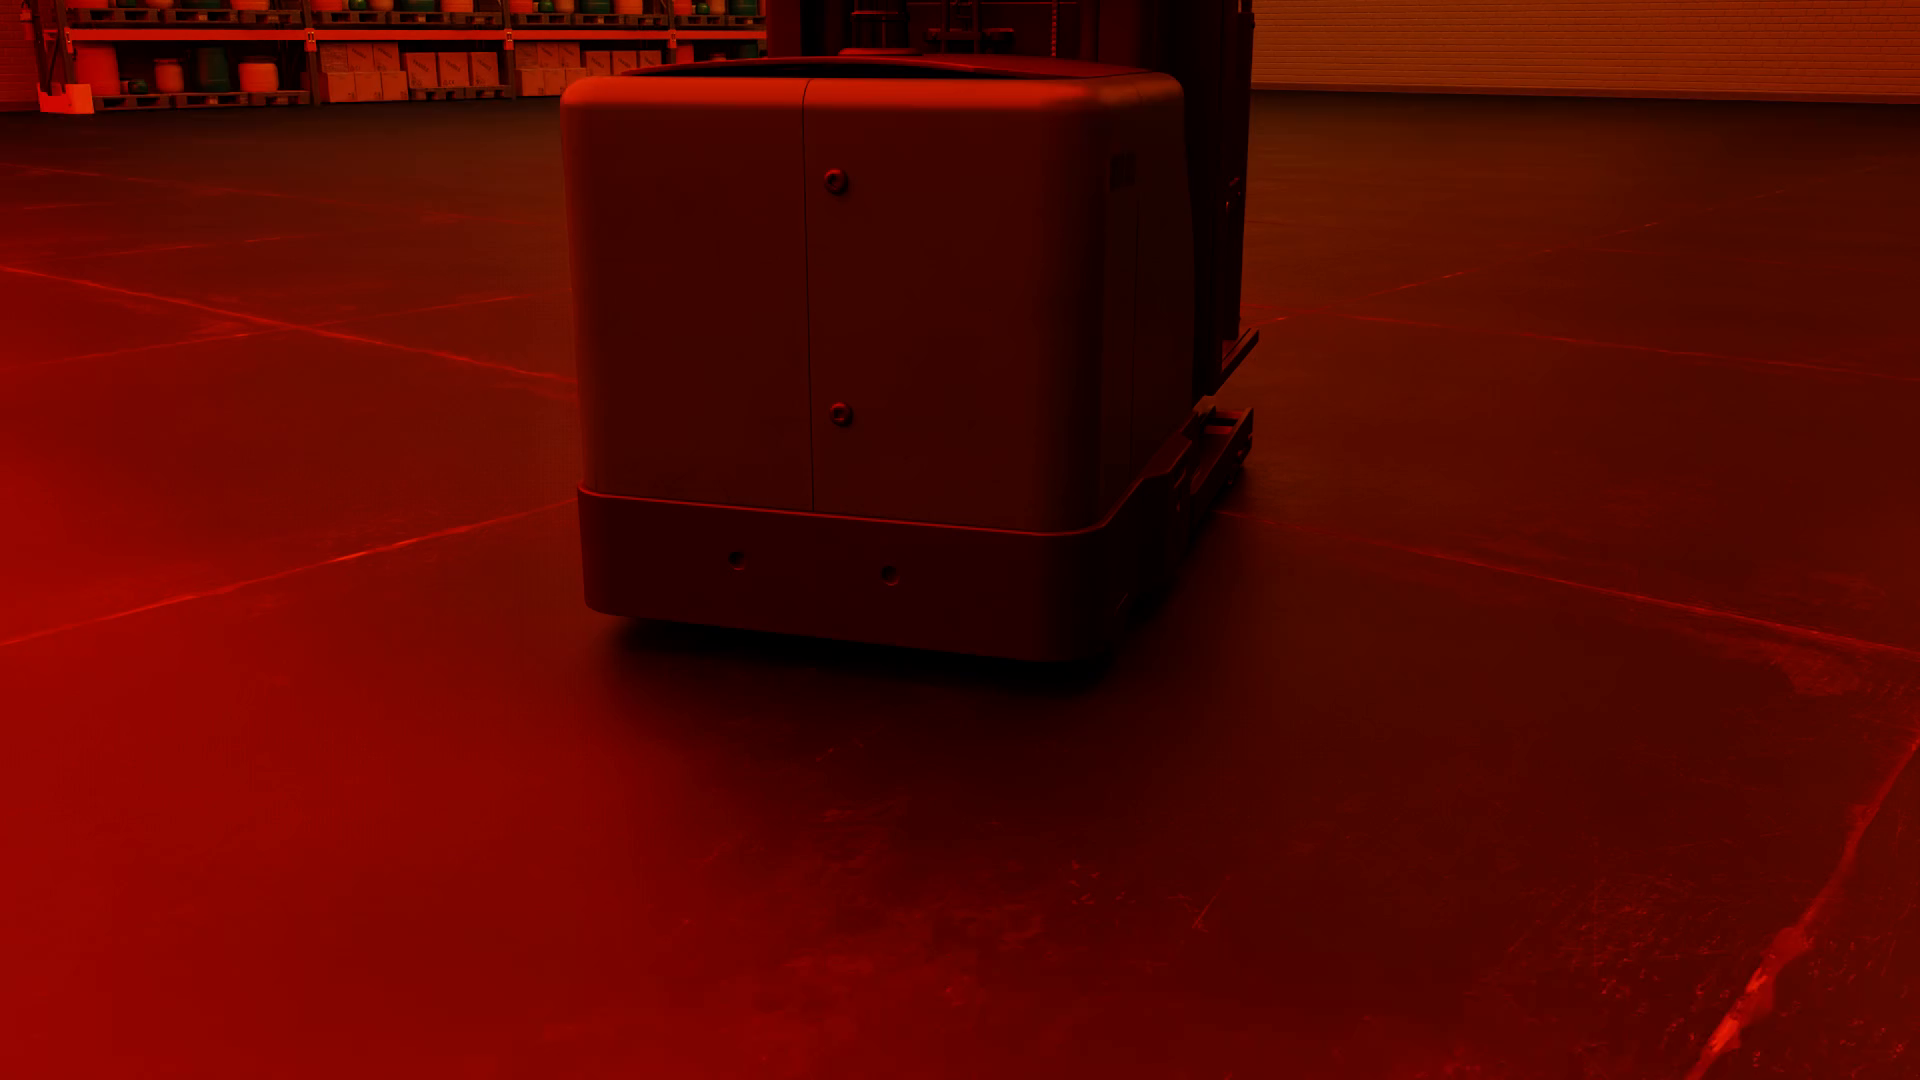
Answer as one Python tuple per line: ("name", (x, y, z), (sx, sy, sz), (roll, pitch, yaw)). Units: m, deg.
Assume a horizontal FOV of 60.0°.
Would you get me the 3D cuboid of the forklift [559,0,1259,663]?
("forklift", (0.182, -1.571, 4.072), (1.130, 2.935, 3.031), (5, 18, 17))
